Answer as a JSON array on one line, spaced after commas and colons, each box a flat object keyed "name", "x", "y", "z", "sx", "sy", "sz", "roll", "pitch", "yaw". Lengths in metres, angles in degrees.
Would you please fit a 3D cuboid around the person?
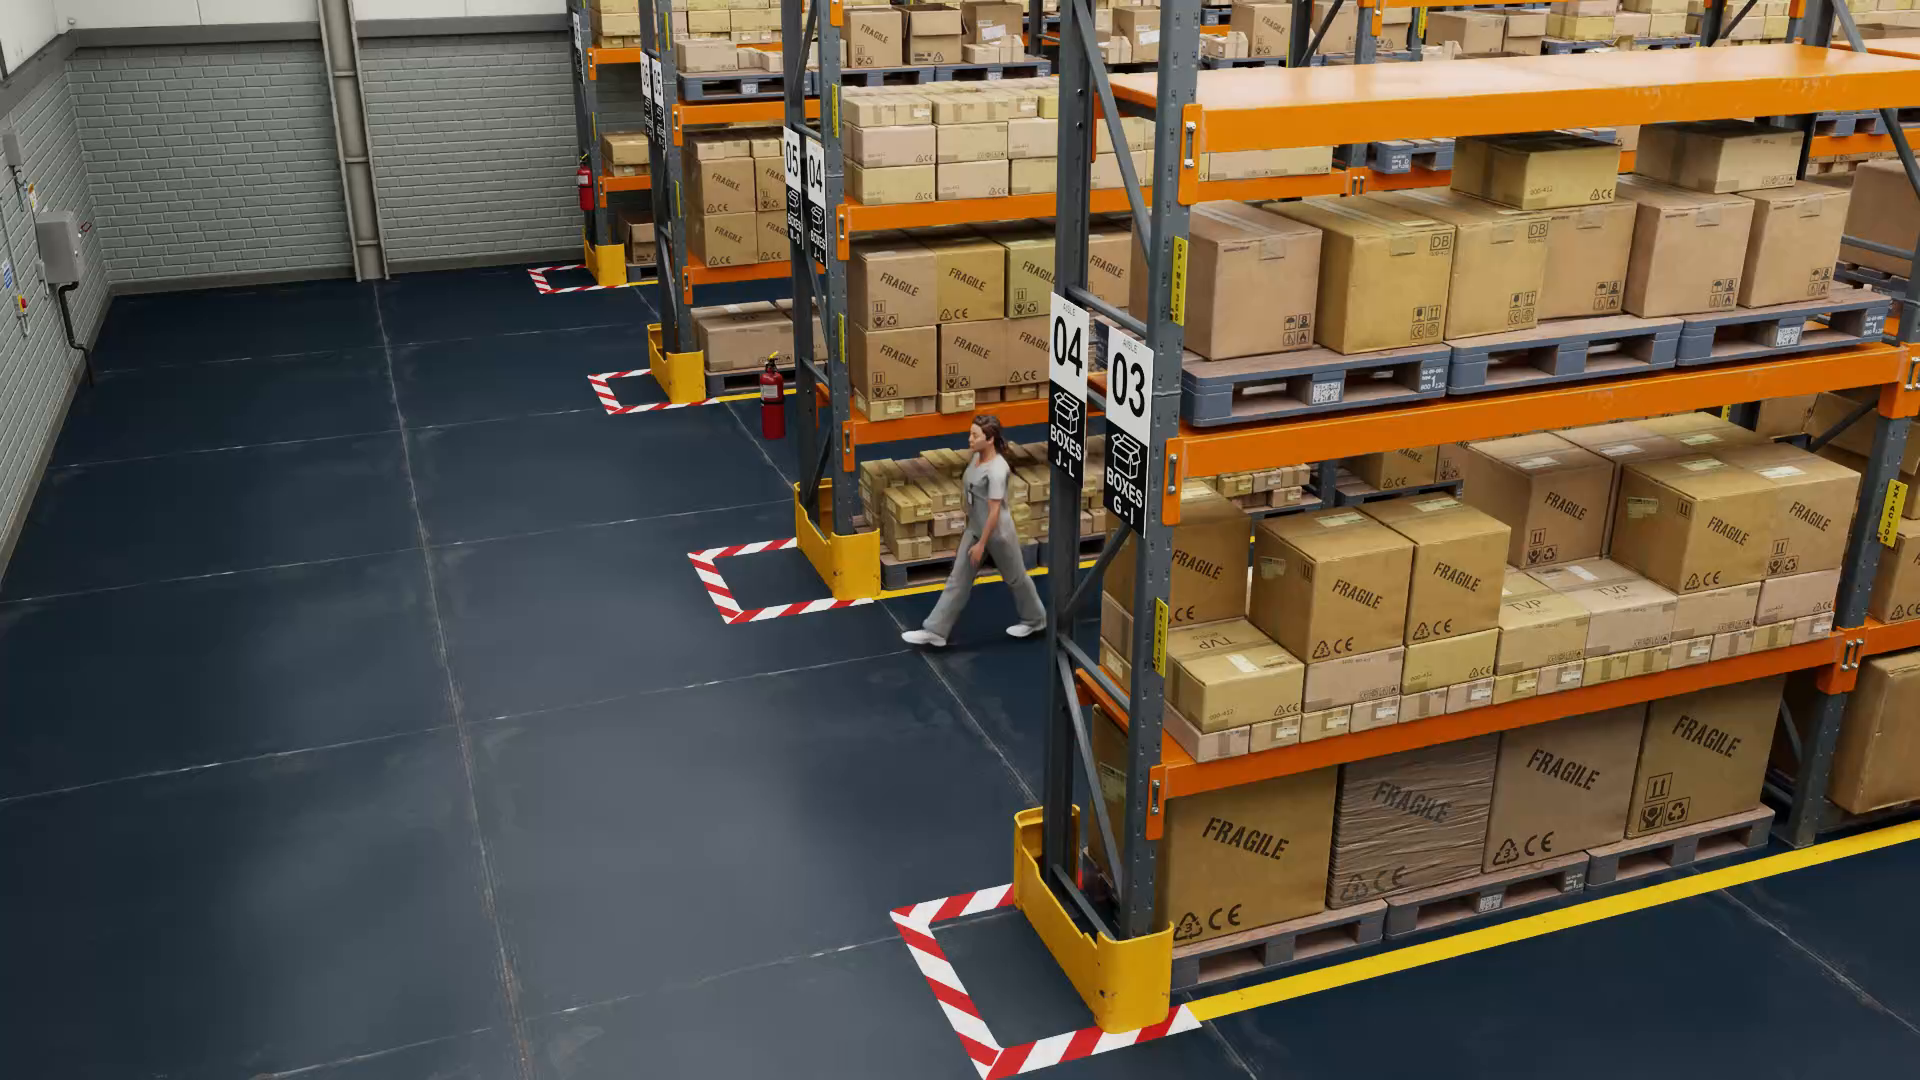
[{"name": "person", "x": 0.129, "y": -0.054, "z": 10.933, "sx": 1.022, "sy": 1.603, "sz": 0.477, "roll": -11, "pitch": 25, "yaw": -24}]
